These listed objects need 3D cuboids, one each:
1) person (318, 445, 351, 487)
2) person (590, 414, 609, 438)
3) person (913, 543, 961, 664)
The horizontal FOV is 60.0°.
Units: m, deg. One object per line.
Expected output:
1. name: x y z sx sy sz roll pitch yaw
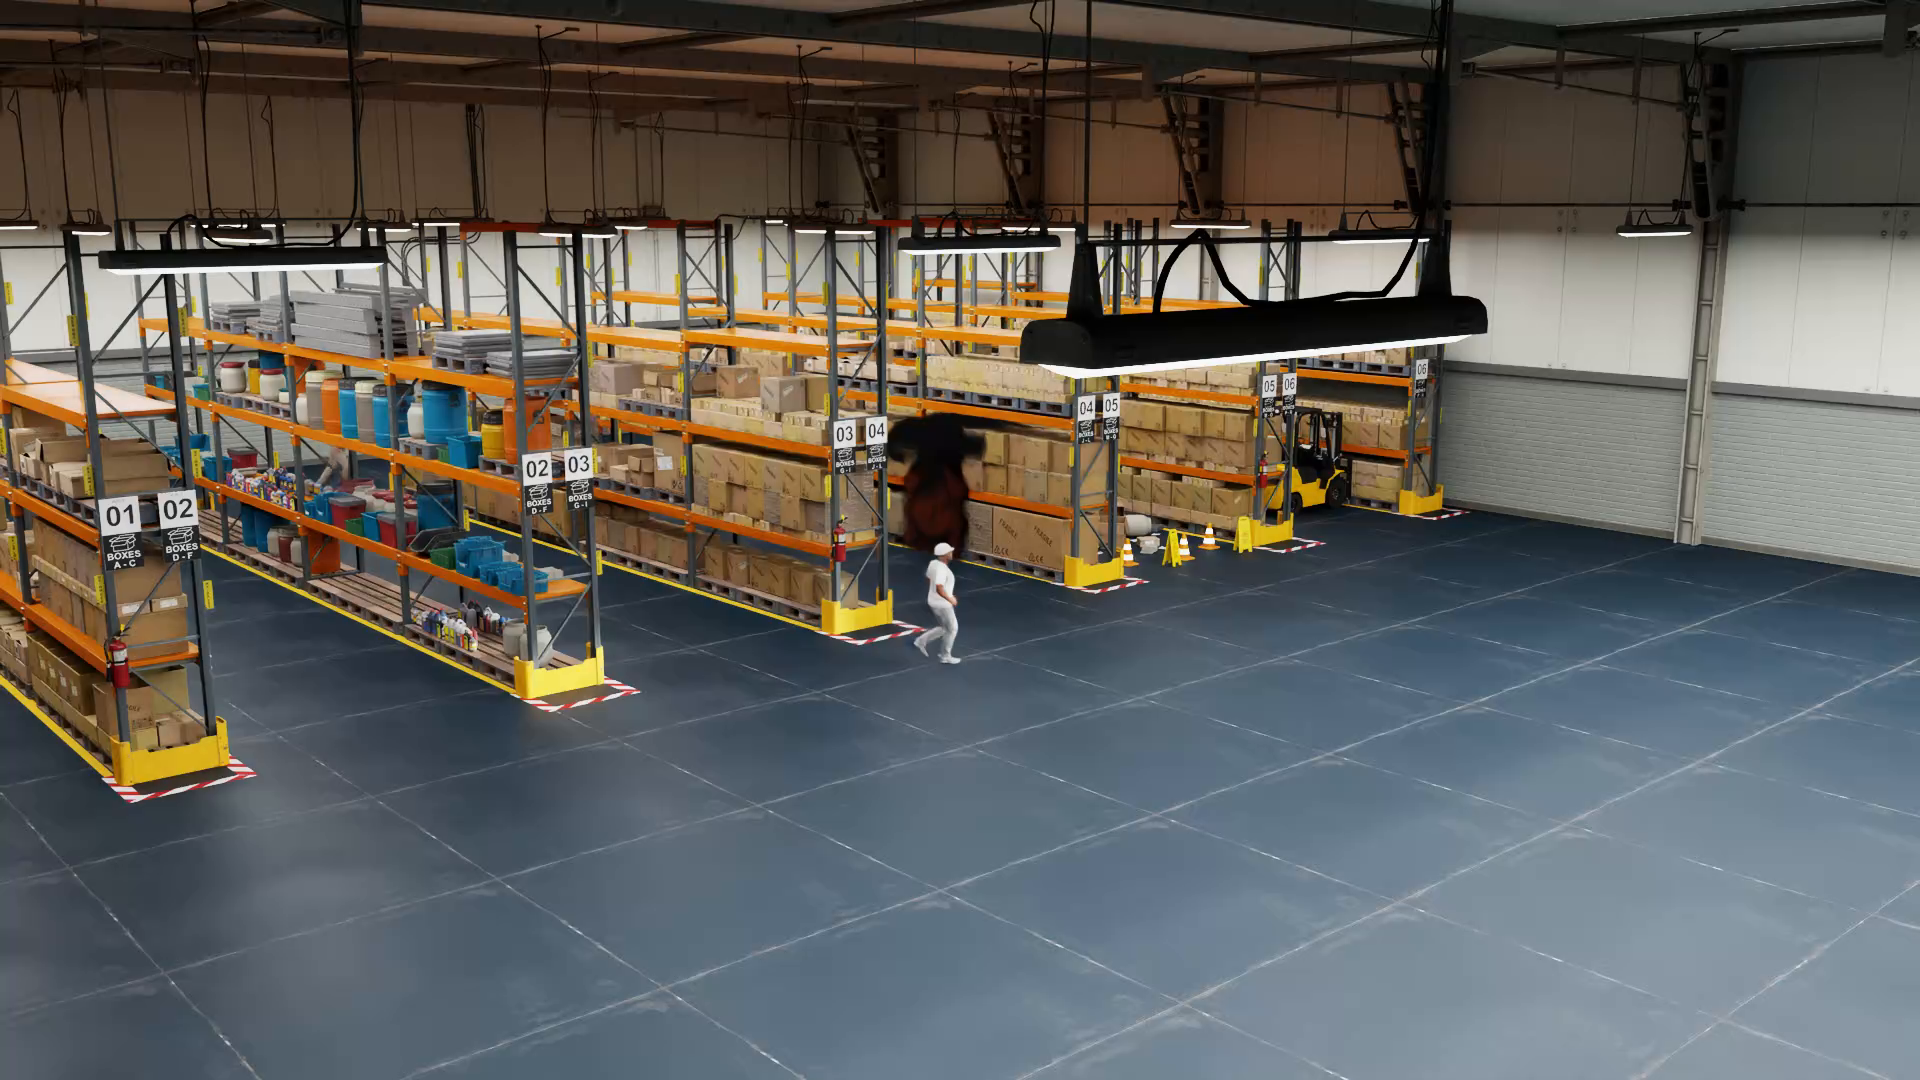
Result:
1. person: -13.990 -1.960 37.339 0.948 1.678 0.635 -2 12 -11
2. person: -8.953 -2.599 40.891 0.556 1.514 0.863 5 12 22
3. person: -0.305 0.898 23.085 0.663 1.738 0.737 -2 12 -12
